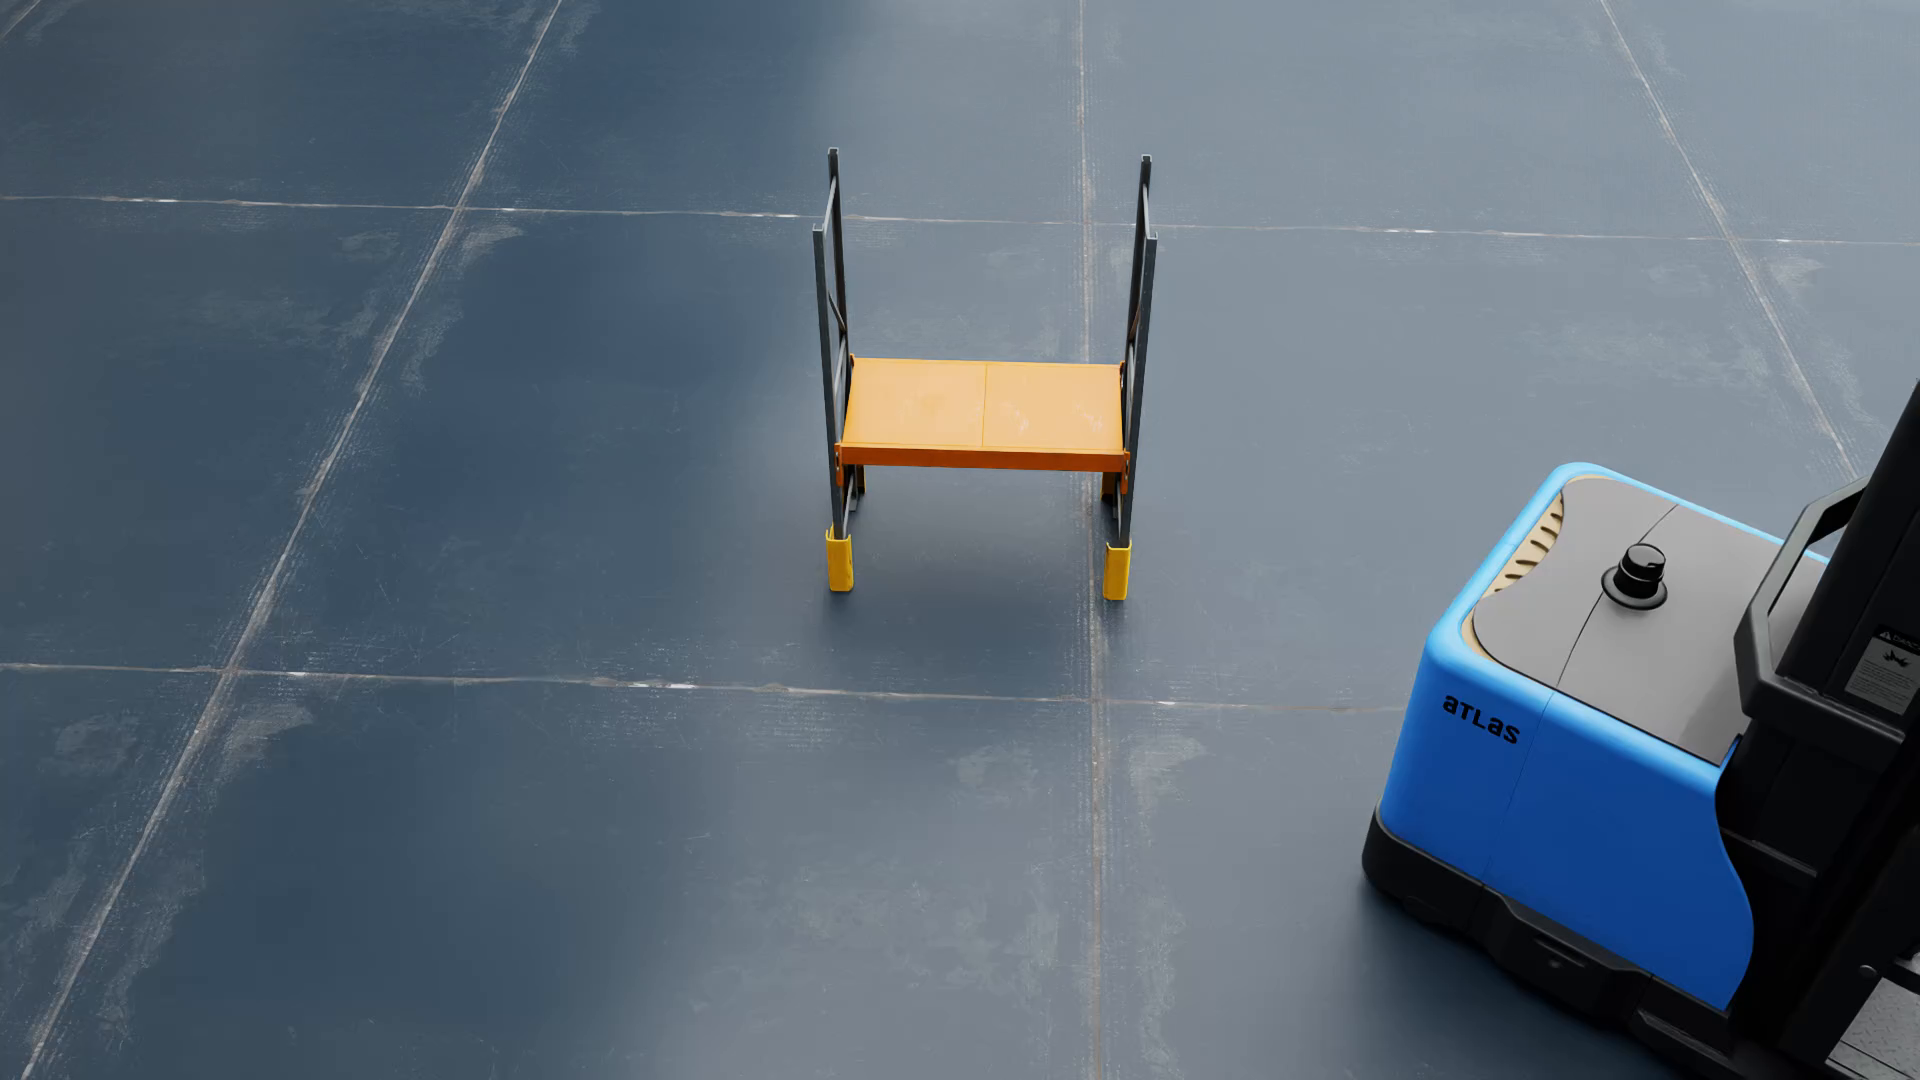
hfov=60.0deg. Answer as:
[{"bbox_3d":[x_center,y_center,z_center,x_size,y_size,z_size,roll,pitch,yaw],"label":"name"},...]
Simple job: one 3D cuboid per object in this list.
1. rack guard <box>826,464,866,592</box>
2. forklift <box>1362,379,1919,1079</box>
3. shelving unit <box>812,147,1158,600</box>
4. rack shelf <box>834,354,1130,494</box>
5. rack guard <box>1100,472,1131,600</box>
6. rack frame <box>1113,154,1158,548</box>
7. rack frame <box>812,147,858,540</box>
[{"bbox_3d":[-0.421,-0.104,6.179,0.087,0.250,0.587,2,43,2],"label":"rack guard"},{"bbox_3d":[2.710,0.324,3.752,3.031,2.935,1.130,27,49,26],"label":"forklift"},{"bbox_3d":[0.076,-0.546,5.736,1.083,1.500,0.587,2,43,2],"label":"shelving unit"},{"bbox_3d":[0.085,-0.415,5.859,1.000,0.185,0.538,2,43,2],"label":"rack shelf"},{"bbox_3d":[0.574,-0.074,6.146,0.087,0.250,0.587,2,43,2],"label":"rack guard"},{"bbox_3d":[0.593,-0.531,5.719,0.032,1.500,0.500,2,43,2],"label":"rack frame"},{"bbox_3d":[-0.423,-0.562,5.753,0.032,1.500,0.500,2,43,2],"label":"rack frame"}]
